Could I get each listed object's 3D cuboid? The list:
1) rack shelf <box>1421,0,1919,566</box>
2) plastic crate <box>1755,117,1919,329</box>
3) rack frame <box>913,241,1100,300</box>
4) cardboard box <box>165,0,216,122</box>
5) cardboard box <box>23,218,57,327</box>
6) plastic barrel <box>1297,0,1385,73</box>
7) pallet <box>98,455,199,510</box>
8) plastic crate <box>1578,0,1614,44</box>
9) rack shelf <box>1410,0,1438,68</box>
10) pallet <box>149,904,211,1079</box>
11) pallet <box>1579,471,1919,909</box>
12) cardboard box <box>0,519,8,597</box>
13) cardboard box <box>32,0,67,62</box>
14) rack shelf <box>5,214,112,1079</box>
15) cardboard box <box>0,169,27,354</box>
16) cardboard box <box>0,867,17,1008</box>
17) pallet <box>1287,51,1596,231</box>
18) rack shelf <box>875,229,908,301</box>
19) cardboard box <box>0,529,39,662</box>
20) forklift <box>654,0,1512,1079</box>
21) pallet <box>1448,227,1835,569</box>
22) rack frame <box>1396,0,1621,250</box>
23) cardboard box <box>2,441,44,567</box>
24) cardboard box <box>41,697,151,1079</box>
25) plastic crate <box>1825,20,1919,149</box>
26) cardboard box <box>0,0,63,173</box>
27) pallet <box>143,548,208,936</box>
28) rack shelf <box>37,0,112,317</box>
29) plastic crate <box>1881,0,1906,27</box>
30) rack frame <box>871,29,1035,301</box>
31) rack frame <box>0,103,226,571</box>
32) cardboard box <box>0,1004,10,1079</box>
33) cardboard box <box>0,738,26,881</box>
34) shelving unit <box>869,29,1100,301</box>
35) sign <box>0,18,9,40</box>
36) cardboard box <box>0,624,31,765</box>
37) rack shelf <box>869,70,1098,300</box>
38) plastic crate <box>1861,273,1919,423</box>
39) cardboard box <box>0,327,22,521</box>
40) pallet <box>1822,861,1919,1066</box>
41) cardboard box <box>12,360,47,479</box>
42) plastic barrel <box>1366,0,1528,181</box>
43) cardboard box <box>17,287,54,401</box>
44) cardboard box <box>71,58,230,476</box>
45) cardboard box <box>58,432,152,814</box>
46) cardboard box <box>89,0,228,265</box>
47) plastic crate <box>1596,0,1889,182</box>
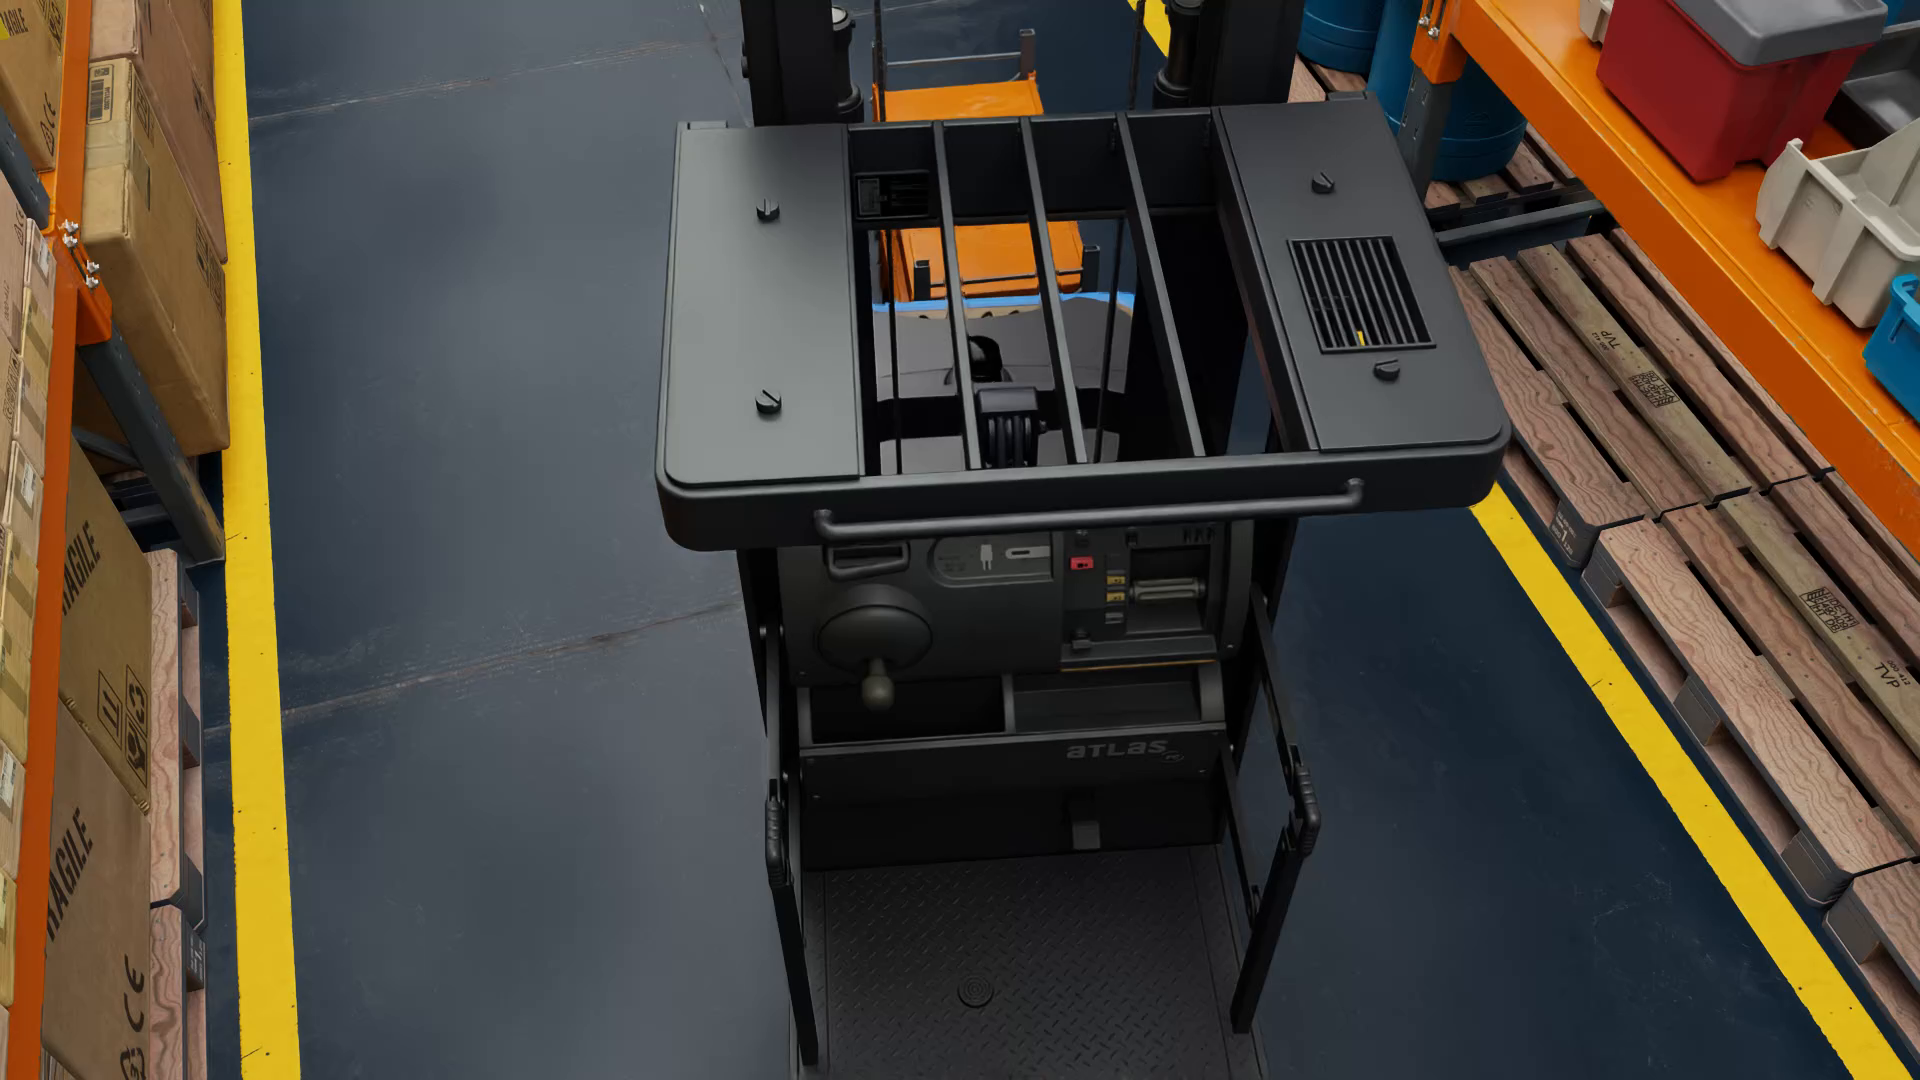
[{"bbox_3d":[2.536,-0.258,3.976,1.077,0.370,4.000,-13,51,-11],"label":"rack shelf"},{"bbox_3d":[2.220,-0.775,3.979,0.437,0.282,0.530,-13,51,-11],"label":"plastic crate"},{"bbox_3d":[0.124,-0.399,4.850,0.500,1.125,0.032,-6,50,-5],"label":"rack frame"},{"bbox_3d":[-3.529,-2.041,6.124,1.225,0.875,0.875,-13,51,-11],"label":"cardboard box"},{"bbox_3d":[-2.384,-0.601,3.959,0.380,0.149,0.250,-13,51,-11],"label":"cardboard box"},{"bbox_3d":[1.590,-2.328,6.348,0.600,0.901,0.708,-13,51,-11],"label":"plastic barrel"},{"bbox_3d":[-3.087,-0.478,5.515,1.003,0.211,1.213,-13,51,-11],"label":"pallet"},{"bbox_3d":[1.946,-1.512,4.696,0.396,0.136,0.243,-13,51,-11],"label":"plastic crate"},{"bbox_3d":[1.353,-3.179,6.439,1.077,0.370,4.000,-13,51,-11],"label":"rack shelf"},{"bbox_3d":[-2.272,1.534,3.819,1.003,0.211,1.213,-13,51,-11],"label":"pallet"},{"bbox_3d":[2.563,0.369,4.801,1.003,0.211,1.213,-13,51,-11],"label":"pallet"},{"bbox_3d":[-2.099,0.135,3.078,0.500,0.250,0.500,-12,51,-10],"label":"cardboard box"},{"bbox_3d":[-2.834,-1.622,4.590,0.500,0.500,0.500,-13,51,-11],"label":"cardboard box"},{"bbox_3d":[-2.195,0.862,3.032,1.077,0.370,4.000,-13,51,-11],"label":"rack shelf"},{"bbox_3d":[-2.406,-0.615,3.710,0.500,0.250,0.500,-14,51,-12],"label":"cardboard box"},{"bbox_3d":[-1.850,0.715,2.850,0.380,0.149,0.250,-14,51,-12],"label":"cardboard box"},{"bbox_3d":[1.756,-1.625,6.481,1.003,0.211,1.213,-13,51,-11],"label":"pallet"},{"bbox_3d":[0.052,-0.626,5.362,0.538,0.278,1.000,-6,50,-5],"label":"rack shelf"},{"bbox_3d":[-2.079,0.151,3.325,0.380,0.149,0.250,-12,51,-10],"label":"cardboard box"},{"bbox_3d":[0.130,0.228,3.141,1.130,2.935,3.031,-3,50,-3],"label":"forklift"},{"bbox_3d":[2.199,-0.523,5.553,1.003,0.211,1.213,-13,51,-11],"label":"pallet"},{"bbox_3d":[1.944,-1.950,4.932,1.000,3.000,0.127,-13,51,-11],"label":"rack frame"},{"bbox_3d":[-2.156,-0.038,3.484,0.380,0.149,0.250,-12,51,-10],"label":"cardboard box"},{"bbox_3d":[-2.402,0.876,3.664,0.875,0.875,0.875,-13,51,-11],"label":"cardboard box"},{"bbox_3d":[2.532,-1.124,4.377,0.437,0.125,0.590,-13,51,-11],"label":"plastic crate"},{"bbox_3d":[-2.684,-1.255,4.281,0.500,0.500,0.500,-13,51,-11],"label":"cardboard box"},{"bbox_3d":[-2.637,0.641,4.571,1.003,0.211,1.213,-13,51,-11],"label":"pallet"},{"bbox_3d":[-3.378,-2.059,5.495,1.077,0.370,4.000,-13,51,-11],"label":"rack shelf"},{"bbox_3d":[2.408,-1.701,4.693,0.392,0.384,0.575,-13,51,-11],"label":"plastic crate"},{"bbox_3d":[-0.020,-1.168,5.499,0.500,1.125,0.032,-6,50,-5],"label":"rack frame"},{"bbox_3d":[-2.787,-0.830,3.988,1.000,3.000,0.127,-13,51,-11],"label":"rack frame"},{"bbox_3d":[-1.776,0.900,2.694,0.380,0.149,0.250,-14,51,-11],"label":"cardboard box"},{"bbox_3d":[-1.929,0.524,3.011,0.380,0.149,0.250,-13,51,-10],"label":"cardboard box"},{"bbox_3d":[0.052,-0.783,5.175,0.538,1.125,1.048,-6,50,-5],"label":"shelving unit"},{"bbox_3d":[-2.257,-1.262,3.734,0.100,0.325,0.005,-13,51,-11],"label":"sign"},{"bbox_3d":[-2.003,0.338,3.168,0.380,0.149,0.250,-14,51,-12],"label":"cardboard box"},{"bbox_3d":[0.052,-0.972,4.951,0.538,0.278,1.000,-6,50,-5],"label":"rack shelf"},{"bbox_3d":[2.275,-0.436,3.726,0.416,0.233,0.300,-13,51,-11],"label":"plastic crate"},{"bbox_3d":[-2.250,-0.237,3.392,0.500,0.250,0.500,-12,51,-10],"label":"cardboard box"},{"bbox_3d":[2.921,1.259,4.051,1.003,0.211,1.213,-13,51,-11],"label":"pallet"},{"bbox_3d":[-2.232,-0.225,3.642,0.380,0.149,0.250,-14,51,-12],"label":"cardboard box"},{"bbox_3d":[1.800,-1.811,5.912,0.600,0.901,0.708,-13,51,-11],"label":"plastic barrel"},{"bbox_3d":[-2.307,-0.413,3.800,0.380,0.149,0.250,-12,51,-10],"label":"cardboard box"},{"bbox_3d":[-2.995,-0.744,5.030,1.225,0.875,0.875,-13,51,-11],"label":"cardboard box"},{"bbox_3d":[-2.668,0.219,4.218,0.875,0.875,0.875,-13,51,-11],"label":"cardboard box"},{"bbox_3d":[-3.260,-1.396,5.580,1.225,0.875,0.875,-15,51,-12],"label":"cardboard box"},{"bbox_3d":[1.969,-1.281,4.287,0.402,0.464,0.583,-13,51,-11],"label":"plastic crate"}]
